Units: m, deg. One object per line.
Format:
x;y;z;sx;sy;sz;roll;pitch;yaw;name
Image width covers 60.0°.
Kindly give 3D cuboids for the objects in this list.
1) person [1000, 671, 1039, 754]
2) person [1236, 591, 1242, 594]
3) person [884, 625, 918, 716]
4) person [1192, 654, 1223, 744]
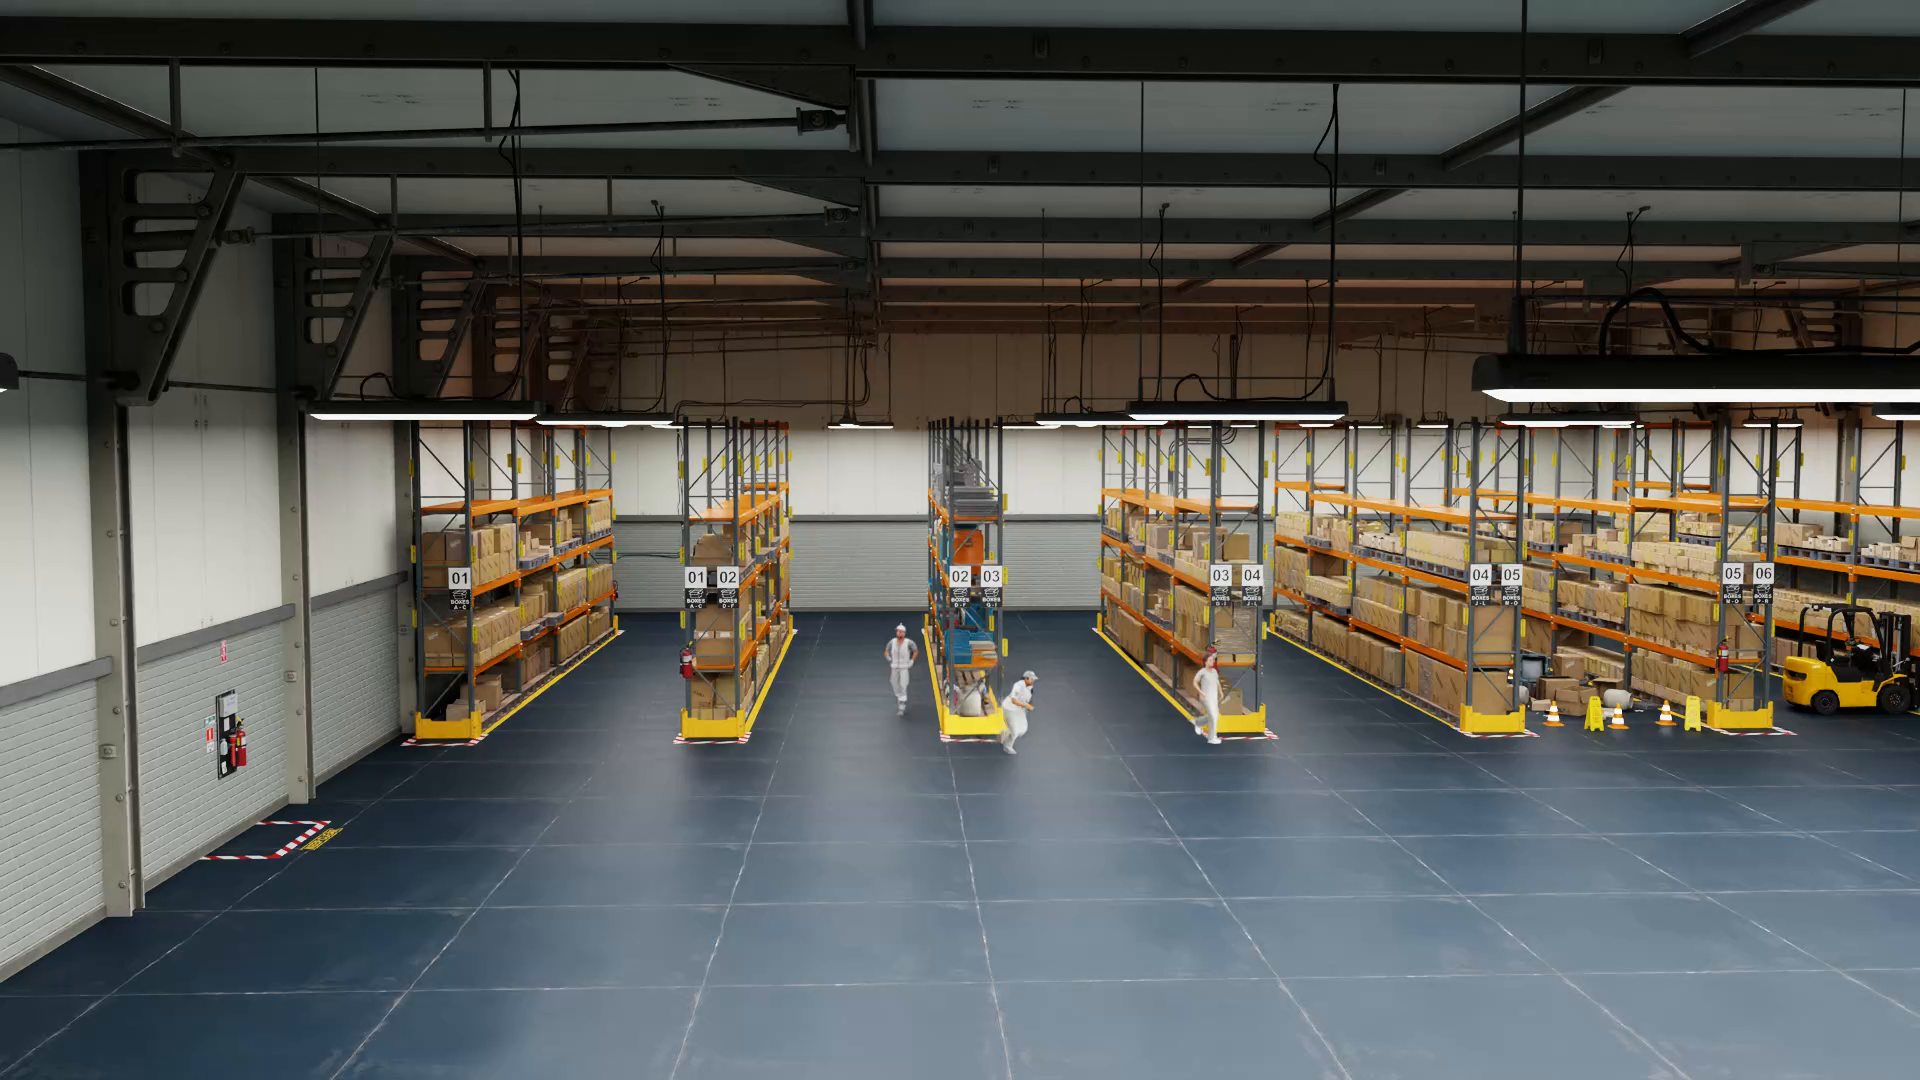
1.060;3.052;29.608;0.816;1.513;0.616;3;5;37;person
8.072;1.776;47.822;0.676;1.647;0.853;2;4;25;person
-1.228;2.622;33.710;0.679;1.791;0.827;1;4;14;person
4.529;2.905;30.600;0.595;1.631;0.748;-3;5;-38;person
